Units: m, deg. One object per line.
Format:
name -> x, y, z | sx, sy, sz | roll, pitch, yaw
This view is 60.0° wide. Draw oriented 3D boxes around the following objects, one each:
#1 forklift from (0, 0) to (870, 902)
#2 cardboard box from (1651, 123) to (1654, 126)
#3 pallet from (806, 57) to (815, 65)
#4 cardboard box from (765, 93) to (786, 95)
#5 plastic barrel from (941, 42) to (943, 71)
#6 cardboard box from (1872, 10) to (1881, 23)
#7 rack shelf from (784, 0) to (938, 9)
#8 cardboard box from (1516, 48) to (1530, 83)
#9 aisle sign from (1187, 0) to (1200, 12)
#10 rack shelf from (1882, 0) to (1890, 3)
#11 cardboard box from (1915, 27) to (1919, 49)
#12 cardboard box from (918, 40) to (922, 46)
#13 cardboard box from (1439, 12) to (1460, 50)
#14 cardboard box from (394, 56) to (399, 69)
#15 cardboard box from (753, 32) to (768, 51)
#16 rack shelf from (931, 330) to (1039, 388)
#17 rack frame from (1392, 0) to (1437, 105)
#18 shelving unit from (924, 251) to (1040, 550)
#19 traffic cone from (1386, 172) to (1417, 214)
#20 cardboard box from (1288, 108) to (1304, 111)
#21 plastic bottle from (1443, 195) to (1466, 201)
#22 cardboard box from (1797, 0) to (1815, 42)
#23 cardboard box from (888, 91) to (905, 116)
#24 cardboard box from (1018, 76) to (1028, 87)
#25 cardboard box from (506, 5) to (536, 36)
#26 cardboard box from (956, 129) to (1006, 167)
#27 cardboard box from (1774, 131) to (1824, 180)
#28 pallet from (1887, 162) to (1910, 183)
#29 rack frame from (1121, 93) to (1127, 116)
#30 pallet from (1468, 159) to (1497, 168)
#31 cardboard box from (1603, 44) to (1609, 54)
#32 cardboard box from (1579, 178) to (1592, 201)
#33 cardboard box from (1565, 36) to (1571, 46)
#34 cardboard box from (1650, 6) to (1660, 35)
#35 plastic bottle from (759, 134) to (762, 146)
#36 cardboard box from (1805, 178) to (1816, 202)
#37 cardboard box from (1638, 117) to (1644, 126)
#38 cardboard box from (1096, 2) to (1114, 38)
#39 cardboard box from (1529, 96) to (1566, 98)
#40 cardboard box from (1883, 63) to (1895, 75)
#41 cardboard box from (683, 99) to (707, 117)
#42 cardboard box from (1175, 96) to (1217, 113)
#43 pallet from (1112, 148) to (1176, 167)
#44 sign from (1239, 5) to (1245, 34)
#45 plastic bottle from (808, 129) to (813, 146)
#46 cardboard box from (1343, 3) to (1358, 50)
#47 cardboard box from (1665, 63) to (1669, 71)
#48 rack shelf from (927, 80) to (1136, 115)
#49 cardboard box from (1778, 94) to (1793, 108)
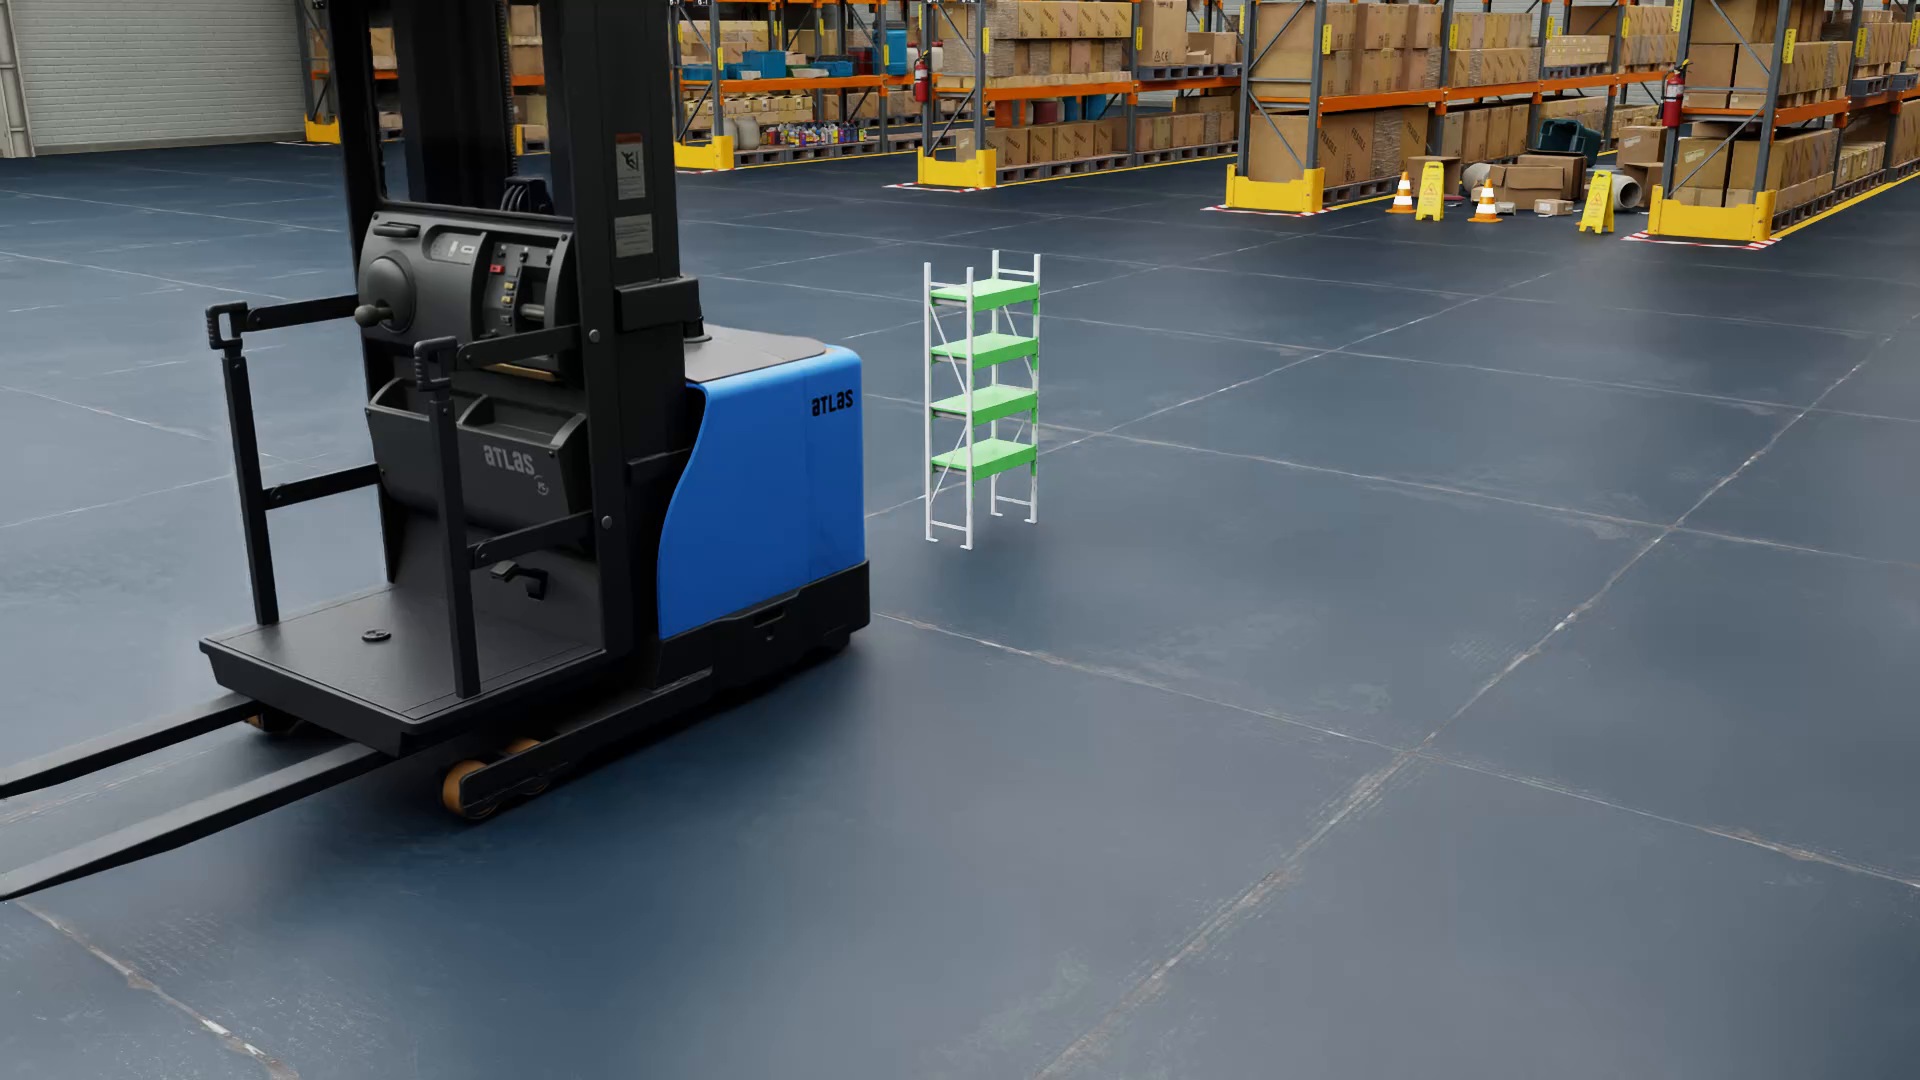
forklift -> -1.608, -0.773, 4.791 | 1.130, 2.935, 3.031 | 12, 21, 35
cardboard box -> 12.920, -7.843, 31.541 | 0.380, 0.149, 0.250 | 12, 21, 34
pallet -> -2.931, -10.122, 35.103 | 1.213, 0.211, 1.003 | 12, 21, 35
cardboard box -> -3.827, -9.122, 34.543 | 0.500, 0.311, 0.500 | 13, 22, 37
plastic barrel -> -0.245, -8.742, 30.109 | 0.433, 0.535, 0.433 | 0, 17, 0
cardboard box -> 11.379, -6.611, 21.002 | 0.380, 0.149, 0.250 | 14, 22, 38
rack shelf -> -2.087, -11.605, 35.711 | 1.077, 0.370, 4.000 | 12, 21, 35
cardboard box -> 8.247, -7.162, 25.081 | 0.500, 0.500, 0.500 | 12, 21, 35
aisle sign -> 5.268, -12.380, 37.668 | 0.394, 0.787, 0.004 | 12, 21, 35
rack shelf -> 13.825, -8.102, 24.432 | 1.077, 0.370, 4.000 | 12, 21, 35
cardboard box -> 13.412, -7.256, 23.698 | 0.500, 0.500, 0.500 | 13, 21, 35
cardboard box -> -0.804, -11.204, 38.098 | 0.500, 0.500, 0.500 | 13, 21, 36
cardboard box -> 6.506, -7.079, 23.129 | 0.700, 0.500, 0.500 | 12, 21, 34
cardboard box -> -10.874, -9.253, 32.202 | 0.500, 0.250, 0.500 | 12, 21, 34
cardboard box -> -4.949, -11.912, 39.840 | 0.500, 0.500, 0.500 | 12, 21, 34
rack shelf -> 0.099, -0.781, 7.141 | 0.258, 0.148, 0.480 | 12, 21, 35
rack frame -> 9.441, -10.194, 35.011 | 1.000, 3.000, 0.127 | 12, 21, 35
shelving unit -> 0.099, -0.612, 7.193 | 0.258, 1.200, 0.503 | 12, 21, 35
traffic cone -> 5.288, -4.146, 19.815 | 0.336, 0.463, 0.334 | 12, 21, 35
cardboard box -> 5.640, -7.846, 30.325 | 1.225, 0.875, 0.875 | 12, 21, 35
plastic bottle -> 6.285, -4.351, 21.153 | 0.283, 0.061, 0.133 | 5, 18, 16
cardboard box -> 9.492, -6.067, 19.368 | 0.700, 0.500, 0.500 | 13, 21, 35
cardboard box -> -1.560, -9.605, 36.588 | 0.500, 0.500, 0.500 | 13, 21, 35
cardboard box -> 0.727, -6.465, 23.427 | 0.380, 0.149, 0.250 | 12, 21, 35
cardboard box -> -7.726, -8.923, 28.563 | 0.700, 0.500, 0.500 | 13, 21, 35
cardboard box -> 0.294, -5.535, 23.517 | 0.500, 0.500, 0.500 | -15, 23, -40
cardboard box -> 9.508, -4.398, 19.013 | 0.500, 0.500, 0.500 | 14, 22, 38
pallet -> 13.164, -5.380, 24.212 | 1.003, 0.211, 1.213 | 12, 21, 35
rack frame -> 3.080, -10.116, 34.762 | 1.000, 3.000, 0.127 | 12, 21, 35
pallet -> 7.340, -5.592, 24.895 | 1.003, 0.211, 1.213 | 12, 21, 35
cardboard box -> 10.903, -8.433, 28.557 | 0.380, 0.149, 0.250 | 13, 22, 36
cardboard box -> 8.041, -4.464, 21.170 | 0.258, 0.266, 0.396 | -1, 17, -3
cardboard box -> 9.655, -8.078, 26.911 | 0.380, 0.149, 0.250 | 14, 22, 37
cardboard box -> 12.375, -9.435, 30.211 | 0.500, 0.500, 0.500 | 12, 21, 33
plastic bottle -> -3.327, -6.647, 27.566 | 0.097, 0.201, 0.097 | 0, 17, 0
cardboard box -> 9.498, -4.034, 19.106 | 0.500, 0.250, 0.500 | 13, 21, 36
cardboard box -> 12.363, -7.720, 30.643 | 0.380, 0.149, 0.250 | 13, 21, 35
cardboard box -> 1.947, -7.728, 24.714 | 0.500, 0.500, 0.500 | 12, 21, 35
cardboard box -> 10.013, -7.449, 28.414 | 0.500, 0.250, 0.500 | 13, 22, 36
cardboard box -> 12.102, -6.227, 21.953 | 0.380, 0.149, 0.250 | 13, 21, 36
cardboard box -> -5.216, -8.296, 31.885 | 0.500, 0.311, 0.500 | 13, 21, 35
cardboard box -> 3.992, -7.370, 28.126 | 0.500, 0.250, 0.500 | 16, 23, 41
pallet -> 2.754, -6.189, 26.819 | 1.003, 0.211, 1.213 | 12, 21, 35
sign -> 3.404, -6.247, 19.952 | 0.100, 0.325, 0.005 | 12, 21, 35
plastic bottle -> -2.475, -6.647, 27.450 | 0.097, 0.271, 0.097 | 0, 17, 0
cardboard box -> 4.337, -6.298, 20.394 | 0.875, 0.550, 0.550 | 12, 21, 35
cardboard box -> 13.219, -8.993, 31.568 | 0.380, 0.149, 0.250 | 12, 21, 35
rack shelf -> 1.100, -6.516, 24.380 | 1.077, 0.370, 4.000 | 12, 21, 35
cardboard box -> 8.598, -4.667, 17.639 | 0.380, 0.149, 0.250 | 12, 21, 33
